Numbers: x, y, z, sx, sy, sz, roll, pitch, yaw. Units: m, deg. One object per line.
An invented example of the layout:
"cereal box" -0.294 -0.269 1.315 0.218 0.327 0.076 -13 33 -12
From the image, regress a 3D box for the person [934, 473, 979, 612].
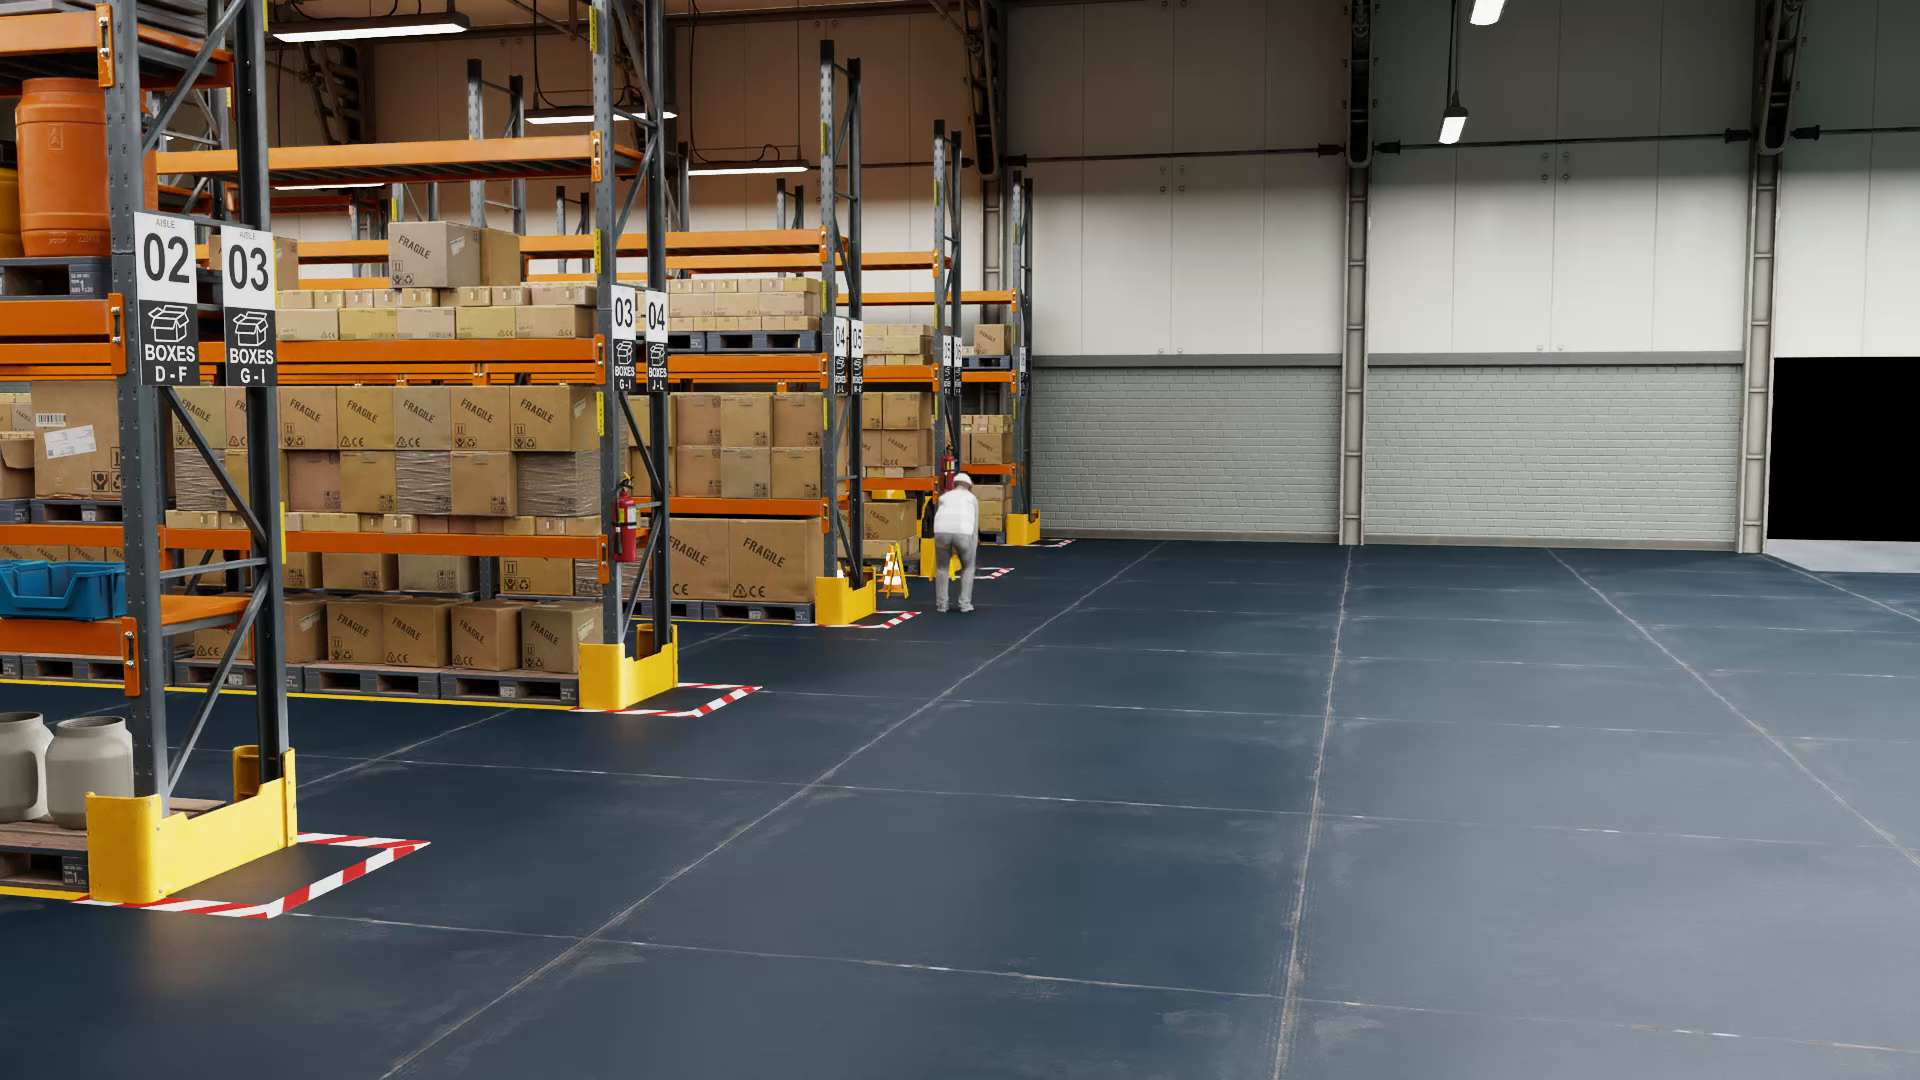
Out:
"person" -0.034 0.022 18.610 0.472 1.525 0.842 1 5 12
